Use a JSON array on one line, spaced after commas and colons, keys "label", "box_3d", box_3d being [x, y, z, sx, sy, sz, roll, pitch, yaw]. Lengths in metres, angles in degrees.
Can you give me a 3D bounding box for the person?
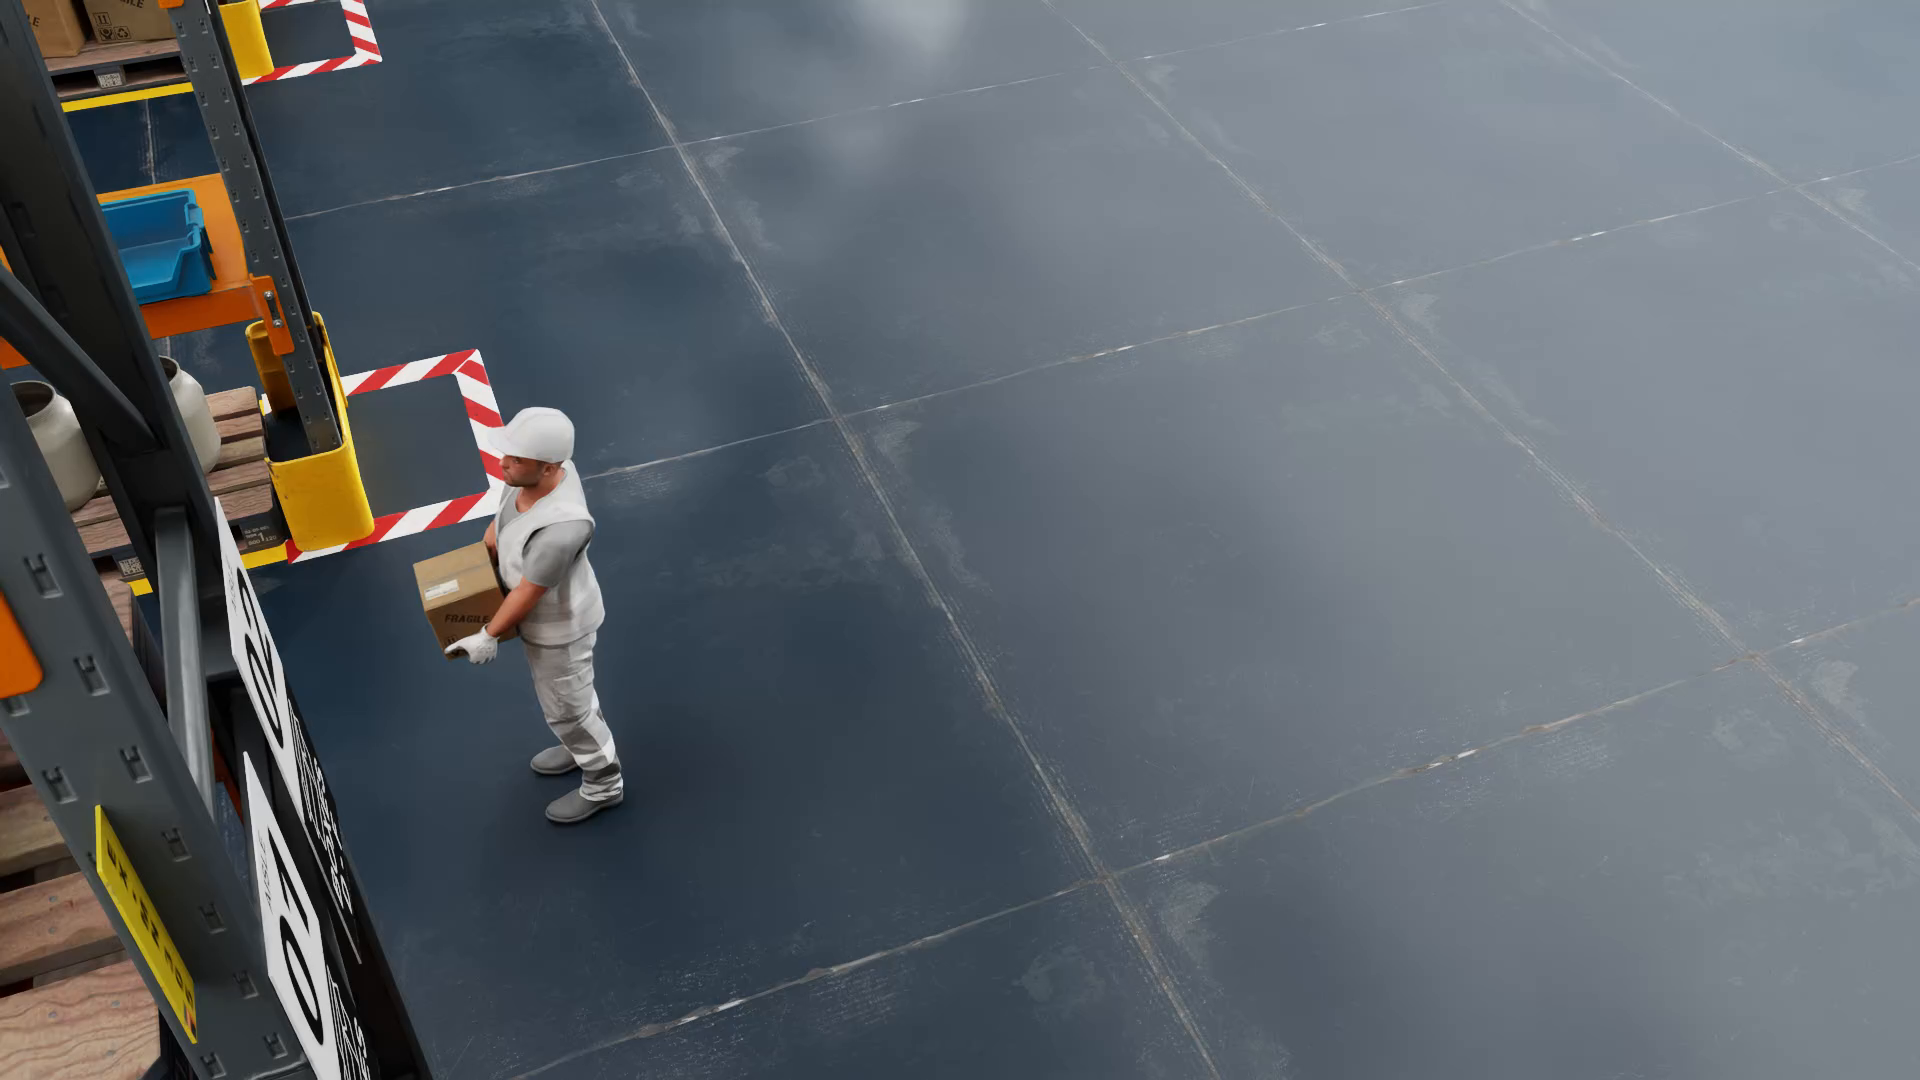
[{"label": "person", "box_3d": [-1.512, 0.298, 5.807, 0.572, 1.783, 0.494, -15, 44, -17]}]
